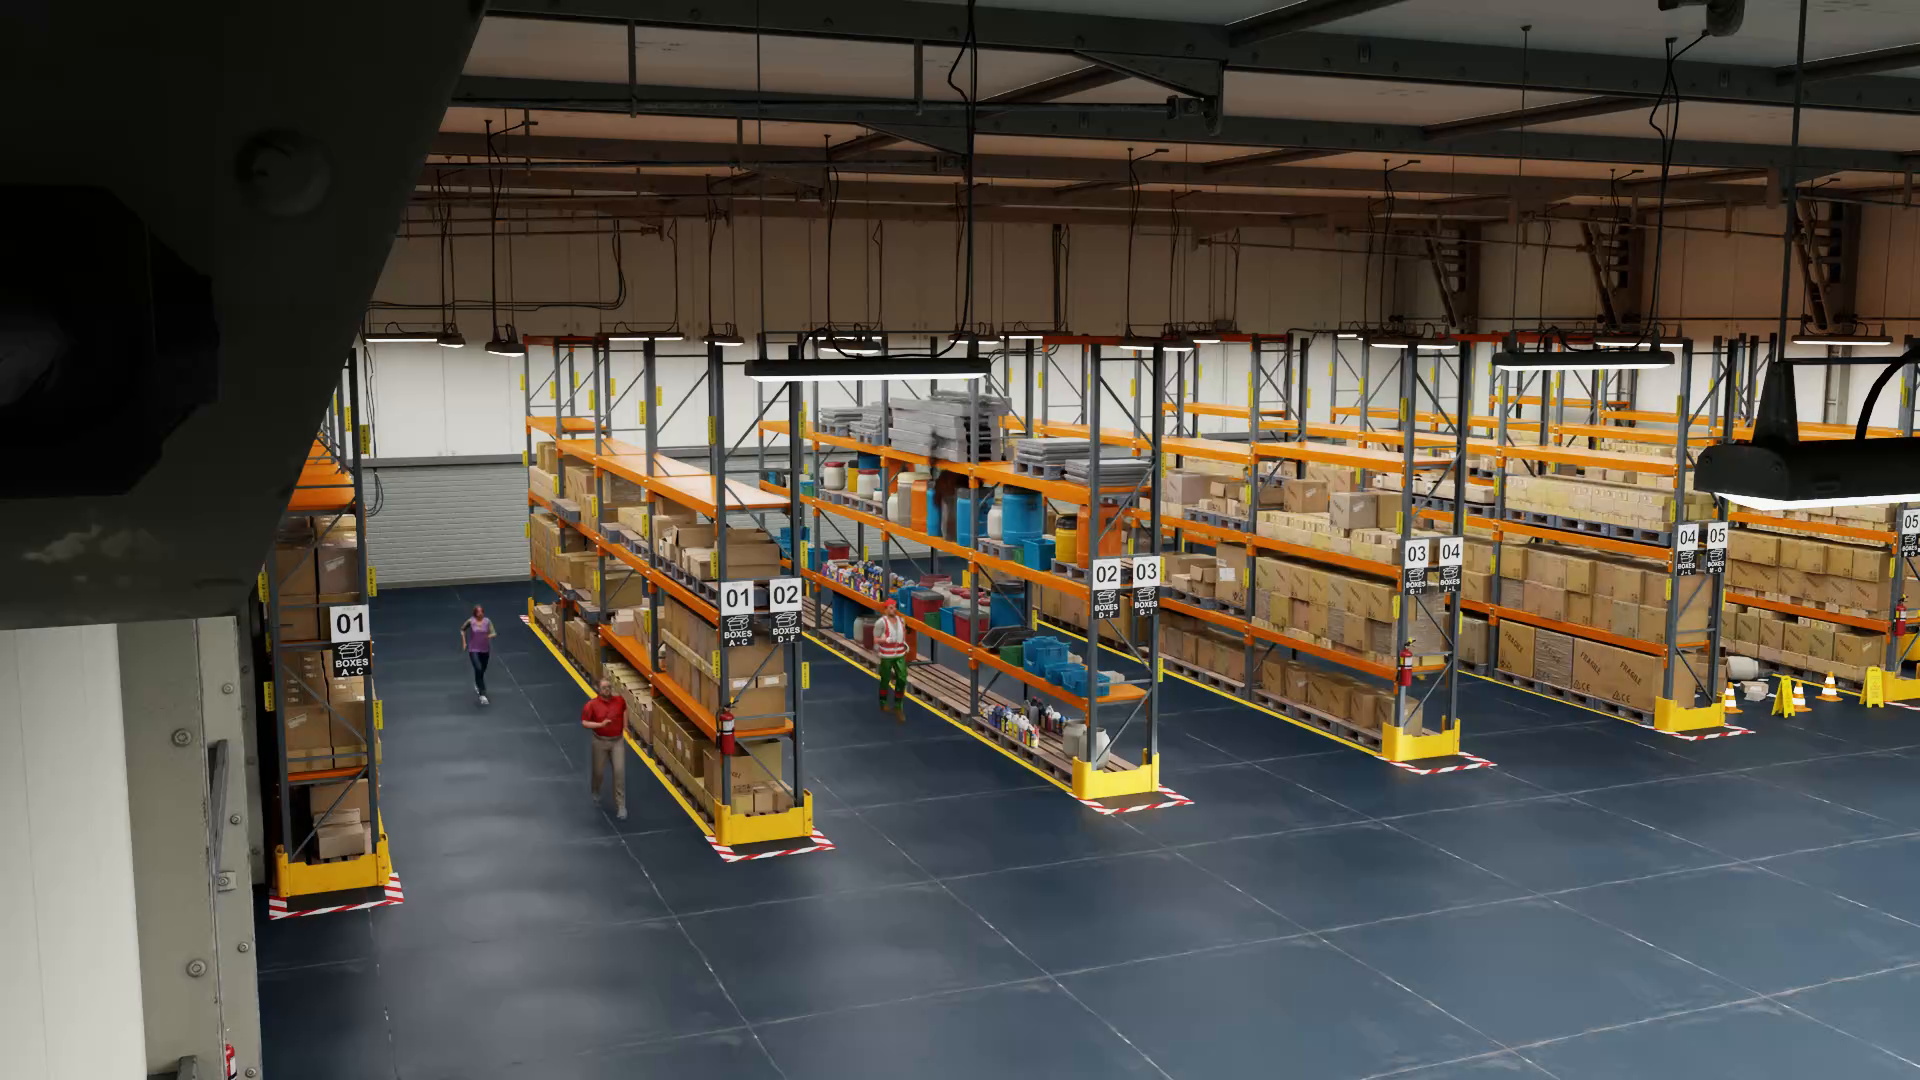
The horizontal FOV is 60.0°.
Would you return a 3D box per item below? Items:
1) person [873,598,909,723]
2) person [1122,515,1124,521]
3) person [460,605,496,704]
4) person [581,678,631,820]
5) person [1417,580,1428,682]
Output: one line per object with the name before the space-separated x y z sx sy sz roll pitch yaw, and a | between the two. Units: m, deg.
person | -1.009 1.826 25.234 0.630 1.888 0.690 -4 8 -25
person | 3.886 0.149 40.785 0.671 1.599 0.664 6 9 36
person | -7.971 1.855 27.577 0.520 1.611 0.849 -5 9 -31
person | -4.524 2.628 21.340 0.656 1.736 0.964 -3 8 -24
person | 8.135 1.577 29.274 0.676 1.820 0.750 -5 9 -33
